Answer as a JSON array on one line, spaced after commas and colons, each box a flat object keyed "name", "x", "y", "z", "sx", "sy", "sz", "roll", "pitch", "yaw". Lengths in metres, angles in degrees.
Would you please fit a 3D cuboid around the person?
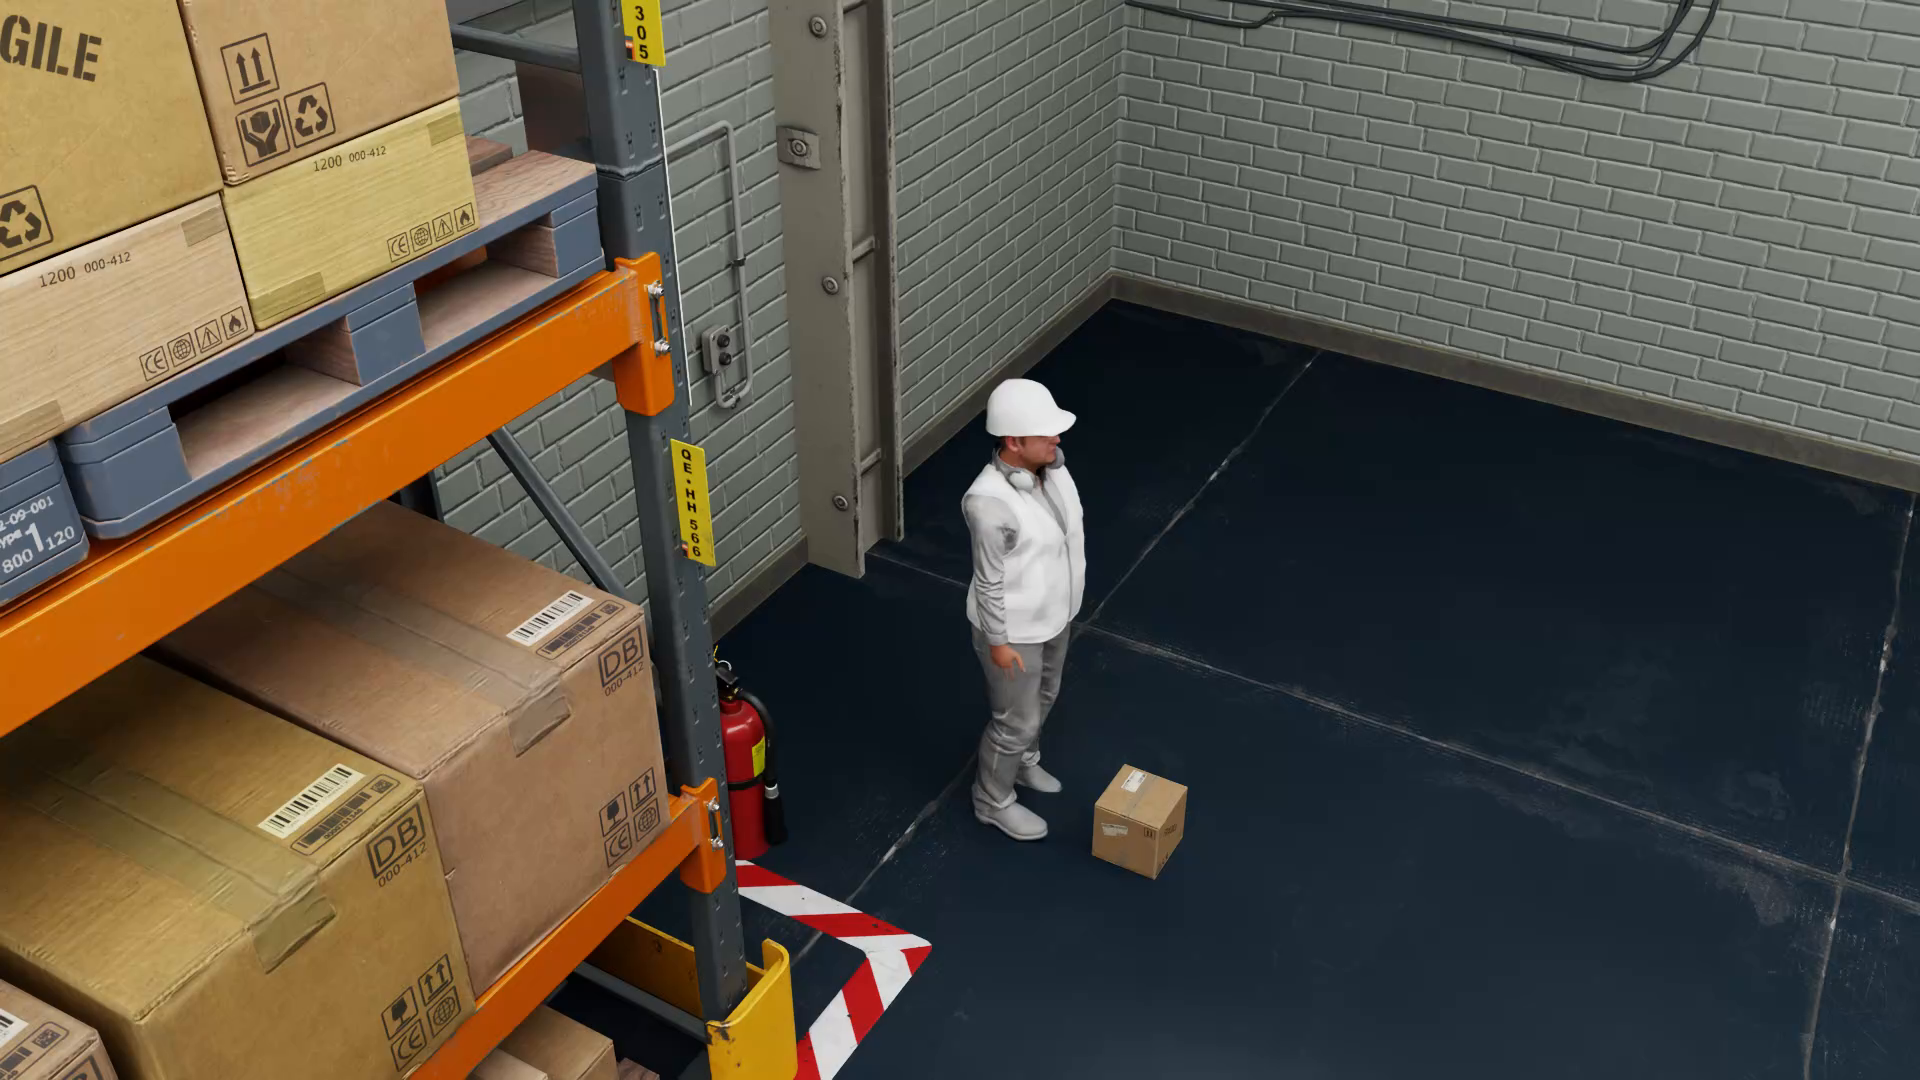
[{"name": "person", "x": 0.233, "y": 0.260, "z": 5.774, "sx": 0.366, "sy": 1.811, "sz": 0.532, "roll": 19, "pitch": 38, "yaw": 25}]
